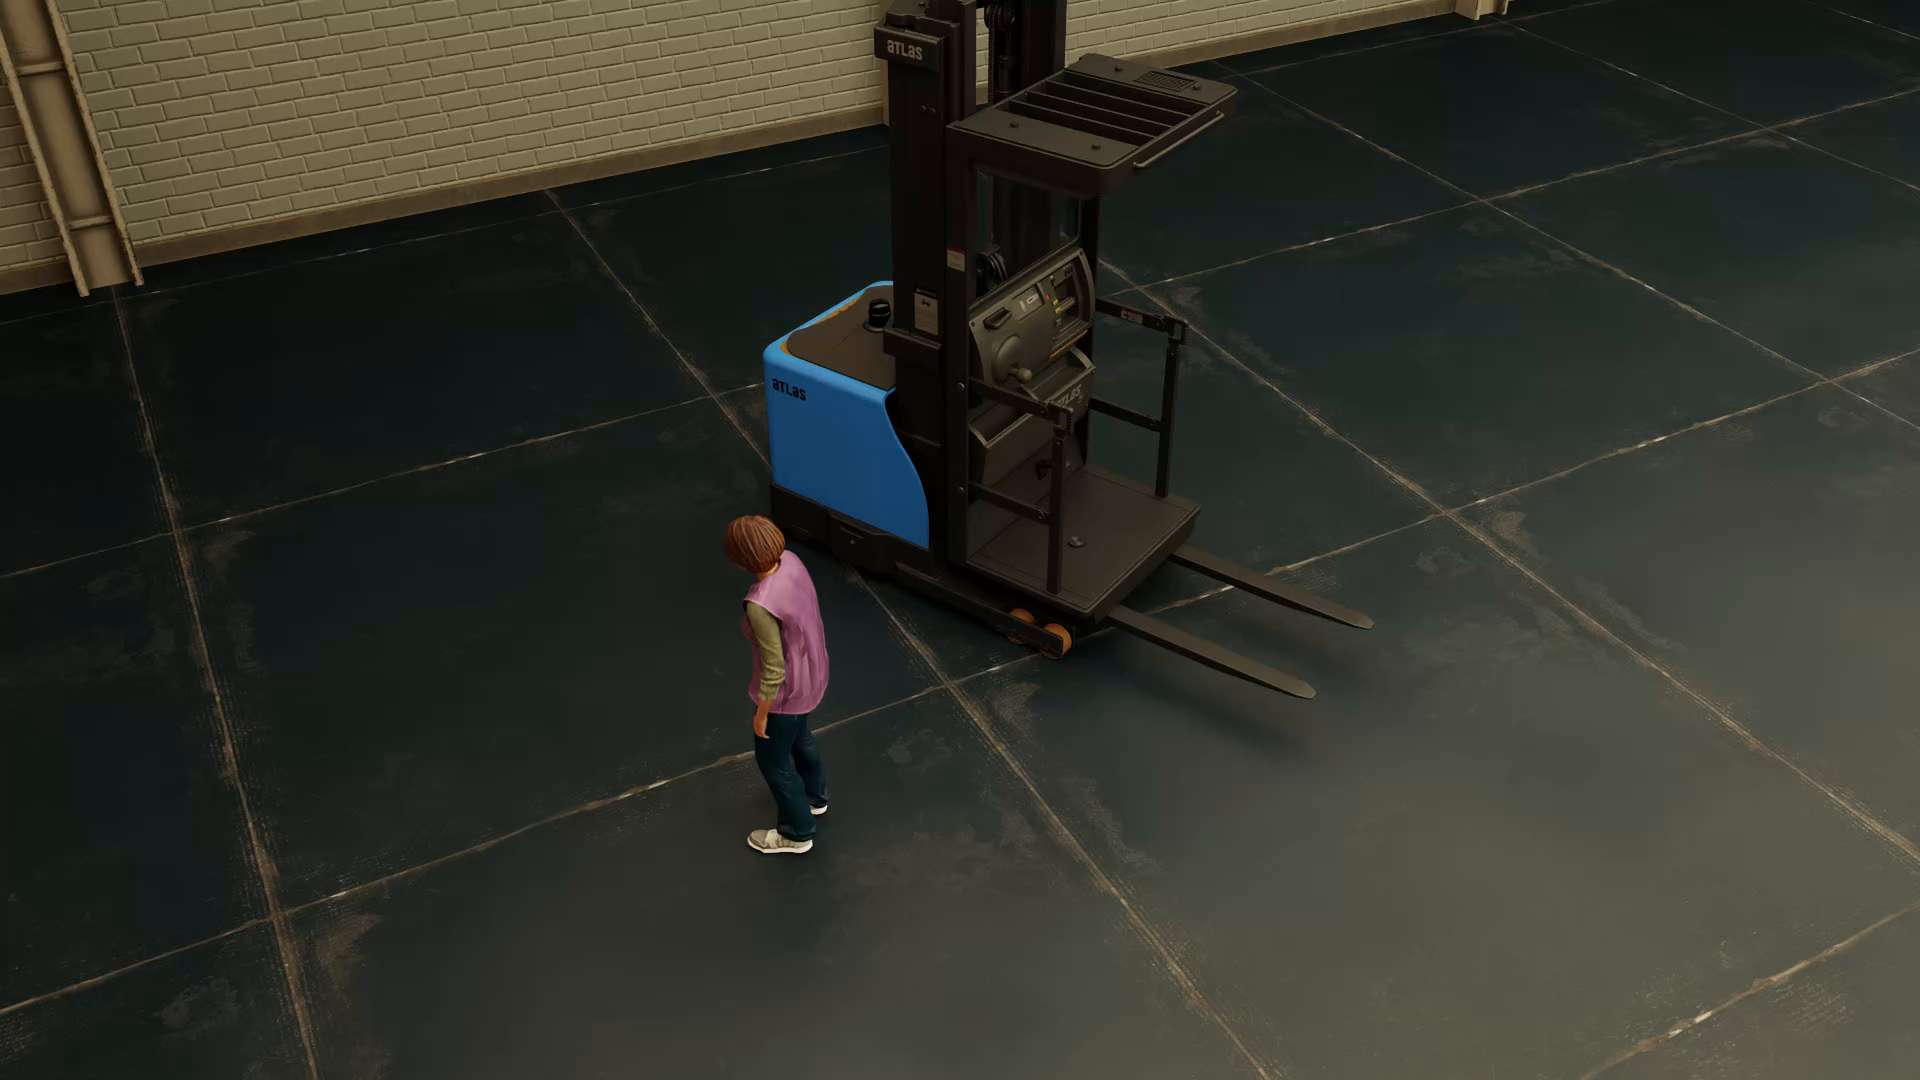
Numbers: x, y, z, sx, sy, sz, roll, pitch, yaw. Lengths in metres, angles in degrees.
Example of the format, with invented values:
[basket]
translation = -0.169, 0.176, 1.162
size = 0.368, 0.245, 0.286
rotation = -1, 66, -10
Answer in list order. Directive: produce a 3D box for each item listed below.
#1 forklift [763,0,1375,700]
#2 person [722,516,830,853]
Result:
[forklift]
translation = 0.508, -0.985, 7.517
size = 3.031, 2.935, 1.130
rotation = 23, 41, 29
[person]
translation = -0.689, 0.567, 6.482
size = 0.345, 1.591, 0.480
rotation = 8, 36, 11
